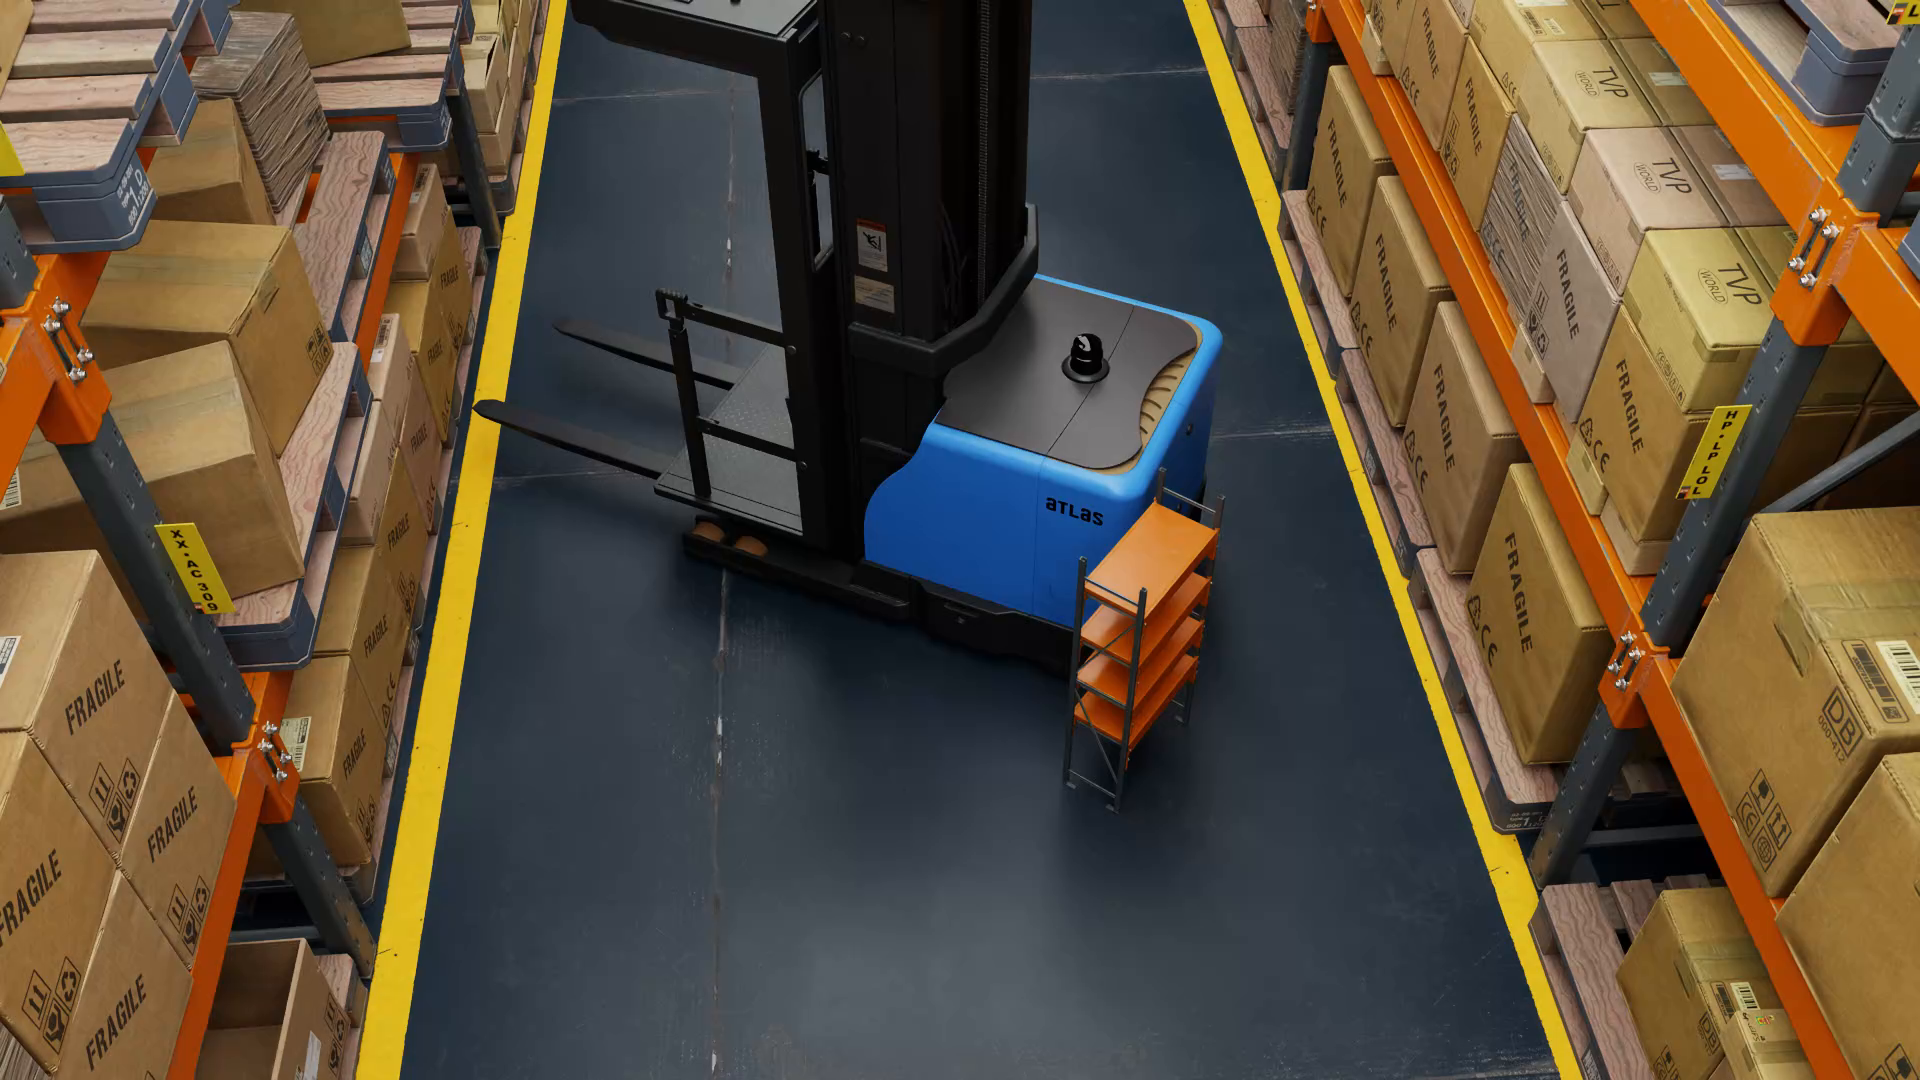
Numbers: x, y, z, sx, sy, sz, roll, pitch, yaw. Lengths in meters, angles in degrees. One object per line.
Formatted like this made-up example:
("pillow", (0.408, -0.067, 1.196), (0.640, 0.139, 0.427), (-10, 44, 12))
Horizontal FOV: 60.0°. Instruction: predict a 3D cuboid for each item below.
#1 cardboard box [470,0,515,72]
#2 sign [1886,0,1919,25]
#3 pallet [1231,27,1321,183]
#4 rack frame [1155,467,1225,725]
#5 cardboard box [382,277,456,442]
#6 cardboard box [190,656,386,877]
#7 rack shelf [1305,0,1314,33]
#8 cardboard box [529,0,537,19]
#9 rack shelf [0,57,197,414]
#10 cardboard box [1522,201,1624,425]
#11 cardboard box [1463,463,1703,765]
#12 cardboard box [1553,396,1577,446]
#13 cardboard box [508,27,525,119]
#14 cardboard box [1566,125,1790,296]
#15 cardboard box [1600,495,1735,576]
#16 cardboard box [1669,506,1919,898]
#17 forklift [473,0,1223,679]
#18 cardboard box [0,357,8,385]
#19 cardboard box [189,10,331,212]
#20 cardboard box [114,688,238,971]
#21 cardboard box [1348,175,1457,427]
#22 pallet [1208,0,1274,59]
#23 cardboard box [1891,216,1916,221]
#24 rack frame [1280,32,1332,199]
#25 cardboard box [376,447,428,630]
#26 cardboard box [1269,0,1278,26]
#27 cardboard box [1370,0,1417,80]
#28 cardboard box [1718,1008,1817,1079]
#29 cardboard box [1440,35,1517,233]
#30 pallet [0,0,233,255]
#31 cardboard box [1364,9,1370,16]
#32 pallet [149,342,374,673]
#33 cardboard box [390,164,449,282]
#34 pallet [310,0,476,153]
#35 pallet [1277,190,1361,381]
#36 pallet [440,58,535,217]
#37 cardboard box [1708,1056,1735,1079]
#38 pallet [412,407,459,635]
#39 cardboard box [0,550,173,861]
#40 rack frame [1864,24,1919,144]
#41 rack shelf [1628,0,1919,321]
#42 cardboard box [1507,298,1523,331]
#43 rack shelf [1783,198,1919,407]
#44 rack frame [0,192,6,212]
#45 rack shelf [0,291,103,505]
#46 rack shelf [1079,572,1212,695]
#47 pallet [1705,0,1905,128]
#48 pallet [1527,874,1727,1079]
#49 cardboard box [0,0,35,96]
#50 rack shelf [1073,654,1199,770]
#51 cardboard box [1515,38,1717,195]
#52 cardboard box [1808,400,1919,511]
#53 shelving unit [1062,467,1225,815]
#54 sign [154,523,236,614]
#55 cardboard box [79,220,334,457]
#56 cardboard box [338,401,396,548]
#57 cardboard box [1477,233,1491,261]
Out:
("cardboard box", (-2.589, -2.651, 8.550), (0.500, 0.311, 0.500), (-5, 47, -4))
("sign", (1.945, -1.170, 3.290), (0.100, 0.325, 0.005), (-3, 47, -3))
("pallet", (2.087, -2.393, 9.008), (1.003, 0.211, 1.213), (-3, 47, -3))
("rack frame", (0.754, 0.228, 5.845), (0.240, 1.200, 0.015), (27, 52, 23))
("cardboard box", (-2.430, -0.738, 6.938), (0.500, 0.500, 0.500), (-5, 47, -5))
("cardboard box", (-2.248, 0.755, 5.524), (0.500, 0.500, 0.500), (-5, 47, -5))
("rack shelf", (1.983, -3.986, 9.091), (1.077, 0.370, 4.000), (-3, 47, -3))
("cardboard box", (-2.672, -3.189, 9.445), (0.500, 0.250, 0.500), (-3, 47, -2))
("rack shelf", (-2.618, -1.820, 4.974), (1.077, 0.370, 4.000), (-3, 47, -3))
("cardboard box", (2.143, -0.723, 5.218), (0.500, 0.500, 0.500), (-3, 47, -3))
("cardboard box", (2.301, 0.240, 5.785), (0.750, 0.750, 0.750), (-3, 47, -3))
("cardboard box", (2.154, -0.412, 5.370), (0.380, 0.149, 0.250), (-2, 47, -2))
("cardboard box", (-2.580, -2.442, 8.738), (0.500, 0.250, 0.500), (-5, 47, -4))
("cardboard box", (2.158, -0.987, 4.951), (0.500, 0.250, 0.500), (-3, 47, -2))
("cardboard box", (2.175, -0.040, 5.018), (0.380, 0.149, 0.250), (-3, 47, -3))
("cardboard box", (2.514, 0.398, 4.237), (0.980, 0.700, 0.700), (-3, 47, -3))
("forklift", (-0.570, -1.192, 5.997), (3.031, 2.935, 1.130), (18, 49, 16))
("cardboard box", (-2.145, -0.233, 3.079), (0.500, 0.250, 0.500), (-3, 47, -3))
("cardboard box", (-2.734, -1.540, 5.921), (0.700, 0.500, 0.500), (4, 47, 4))
("cardboard box", (-2.153, 0.723, 4.067), (0.500, 0.500, 0.500), (-3, 47, -3))
("cardboard box", (2.148, -1.018, 6.976), (0.750, 0.750, 0.750), (-4, 47, -3))
("pallet", (1.988, -3.274, 9.842), (1.003, 0.211, 1.213), (-3, 47, -3))
("cardboard box", (2.656, -1.021, 4.983), (0.500, 0.250, 0.500), (-3, 47, -3))
("rack frame", (2.150, -2.787, 7.460), (1.000, 3.000, 0.127), (-3, 47, -3))
("cardboard box", (-2.338, 0.007, 6.232), (0.500, 0.500, 0.500), (-3, 47, -3))
("cardboard box", (2.111, -2.976, 9.058), (0.700, 0.500, 0.500), (-4, 47, -3))
("cardboard box", (1.971, -2.184, 6.601), (0.500, 0.500, 0.500), (-2, 47, -2))
("cardboard box", (2.293, 1.406, 4.475), (0.380, 0.149, 0.250), (-2, 47, -2))
("cardboard box", (2.062, -1.448, 5.905), (0.500, 0.500, 0.500), (-2, 47, -2))
("pallet", (-2.435, -1.032, 3.861), (1.213, 0.211, 1.003), (-3, 47, -3))
("cardboard box", (1.960, -2.272, 7.132), (0.380, 0.149, 0.250), (-3, 47, -3))
("pallet", (-2.409, -0.108, 5.055), (1.003, 0.211, 1.213), (-3, 47, -3))
("cardboard box", (-2.464, -1.330, 6.982), (0.500, 0.250, 0.500), (-2, 47, -2))
("pallet", (-2.659, -1.931, 6.781), (1.213, 0.211, 1.003), (-3, 47, -3))
("pallet", (2.141, -1.253, 7.928), (1.003, 0.211, 1.213), (-3, 47, -3))
("pallet", (-2.816, -2.122, 8.751), (1.003, 0.211, 1.213), (-3, 47, -3))
("cardboard box", (2.485, 1.733, 4.611), (0.700, 0.500, 0.500), (-4, 47, -4))
("pallet", (-2.662, -0.101, 6.837), (1.003, 0.211, 1.213), (-3, 47, -3))
("cardboard box", (-2.150, 0.383, 3.700), (0.500, 0.500, 0.500), (-3, 47, -3))
("rack frame", (2.485, -1.956, 2.541), (1.000, 3.000, 0.127), (-3, 47, -3))
("rack shelf", (2.318, -2.124, 5.261), (1.077, 0.370, 4.000), (-3, 47, -3))
("cardboard box", (2.118, -0.780, 5.719), (0.380, 0.149, 0.250), (-3, 47, -3))
("rack shelf", (2.653, 0.770, 2.521), (1.077, 0.370, 4.000), (-3, 47, -3))
("rack frame", (-2.451, -1.652, 2.253), (1.000, 3.000, 0.127), (-3, 47, -3))
("rack shelf", (-2.283, 1.074, 2.233), (1.077, 0.370, 4.000), (-3, 47, -3))
("rack shelf", (0.614, 0.265, 5.594), (0.258, 0.148, 0.480), (27, 52, 23))
("pallet", (2.359, -1.519, 4.325), (0.805, 0.209, 1.217), (-5, 47, -5))
("pallet", (2.471, 1.621, 5.206), (1.003, 0.211, 1.213), (-3, 47, -3))
("cardboard box", (-2.419, -1.202, 3.466), (0.600, 0.600, 0.600), (-8, 47, -7))
("rack shelf", (0.614, 0.555, 5.900), (0.258, 0.148, 0.480), (27, 52, 23))
("cardboard box", (2.115, -1.356, 5.301), (0.500, 0.250, 0.500), (-3, 47, -3))
("cardboard box", (2.698, -0.384, 4.897), (0.500, 0.500, 0.500), (-5, 47, -5))
("shelving unit", (0.614, 0.372, 5.707), (0.258, 1.200, 0.503), (27, 52, 23))
("sign", (-1.911, 0.075, 4.153), (0.100, 0.325, 0.005), (-3, 47, -3))
("cardboard box", (-2.388, -0.618, 5.047), (0.700, 0.500, 0.500), (3, 47, 3))
("cardboard box", (-2.332, -0.227, 5.937), (0.500, 0.250, 0.500), (-3, 47, -3))
("cardboard box", (2.101, -1.155, 6.074), (0.380, 0.149, 0.250), (-2, 47, -2))
